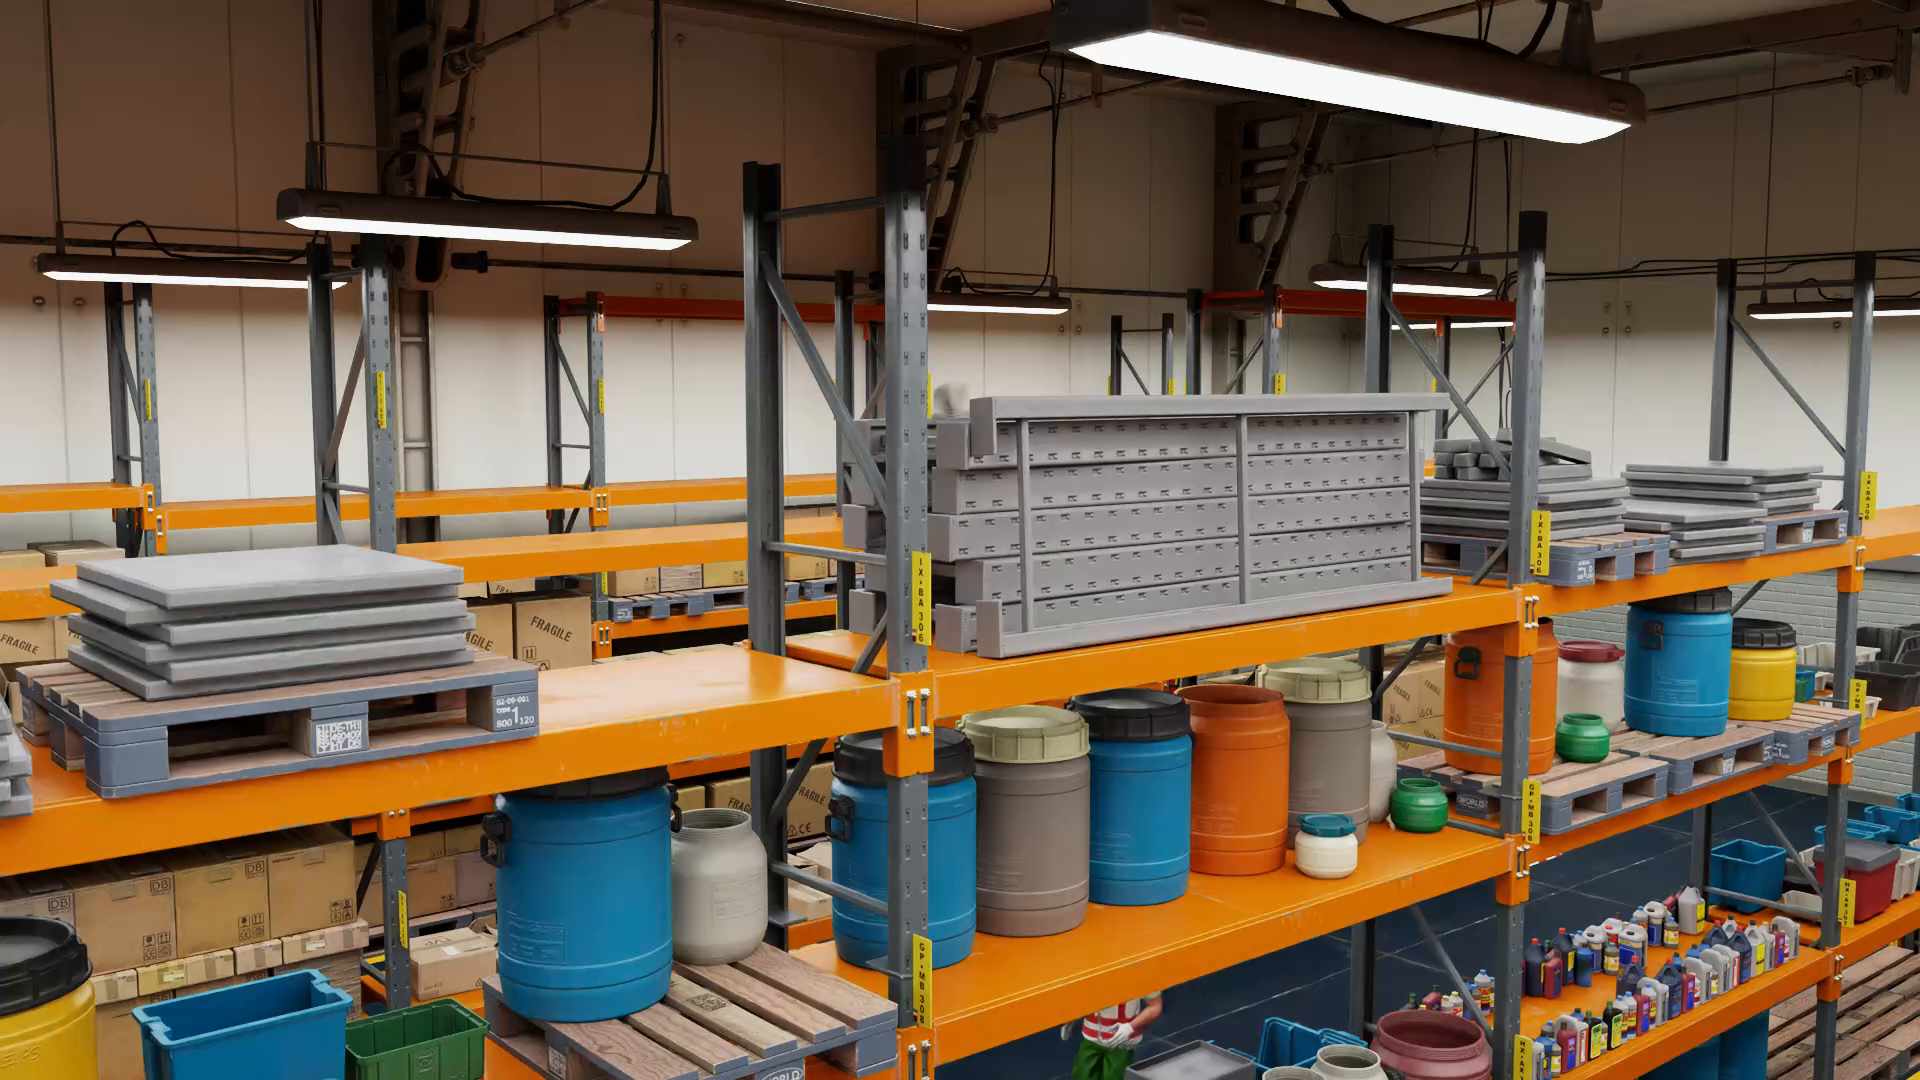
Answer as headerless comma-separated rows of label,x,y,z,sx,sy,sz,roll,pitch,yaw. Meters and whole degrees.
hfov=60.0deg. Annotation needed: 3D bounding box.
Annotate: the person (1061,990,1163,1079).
person,1.001,3.259,10.868,0.658,1.738,0.601,4,7,36
